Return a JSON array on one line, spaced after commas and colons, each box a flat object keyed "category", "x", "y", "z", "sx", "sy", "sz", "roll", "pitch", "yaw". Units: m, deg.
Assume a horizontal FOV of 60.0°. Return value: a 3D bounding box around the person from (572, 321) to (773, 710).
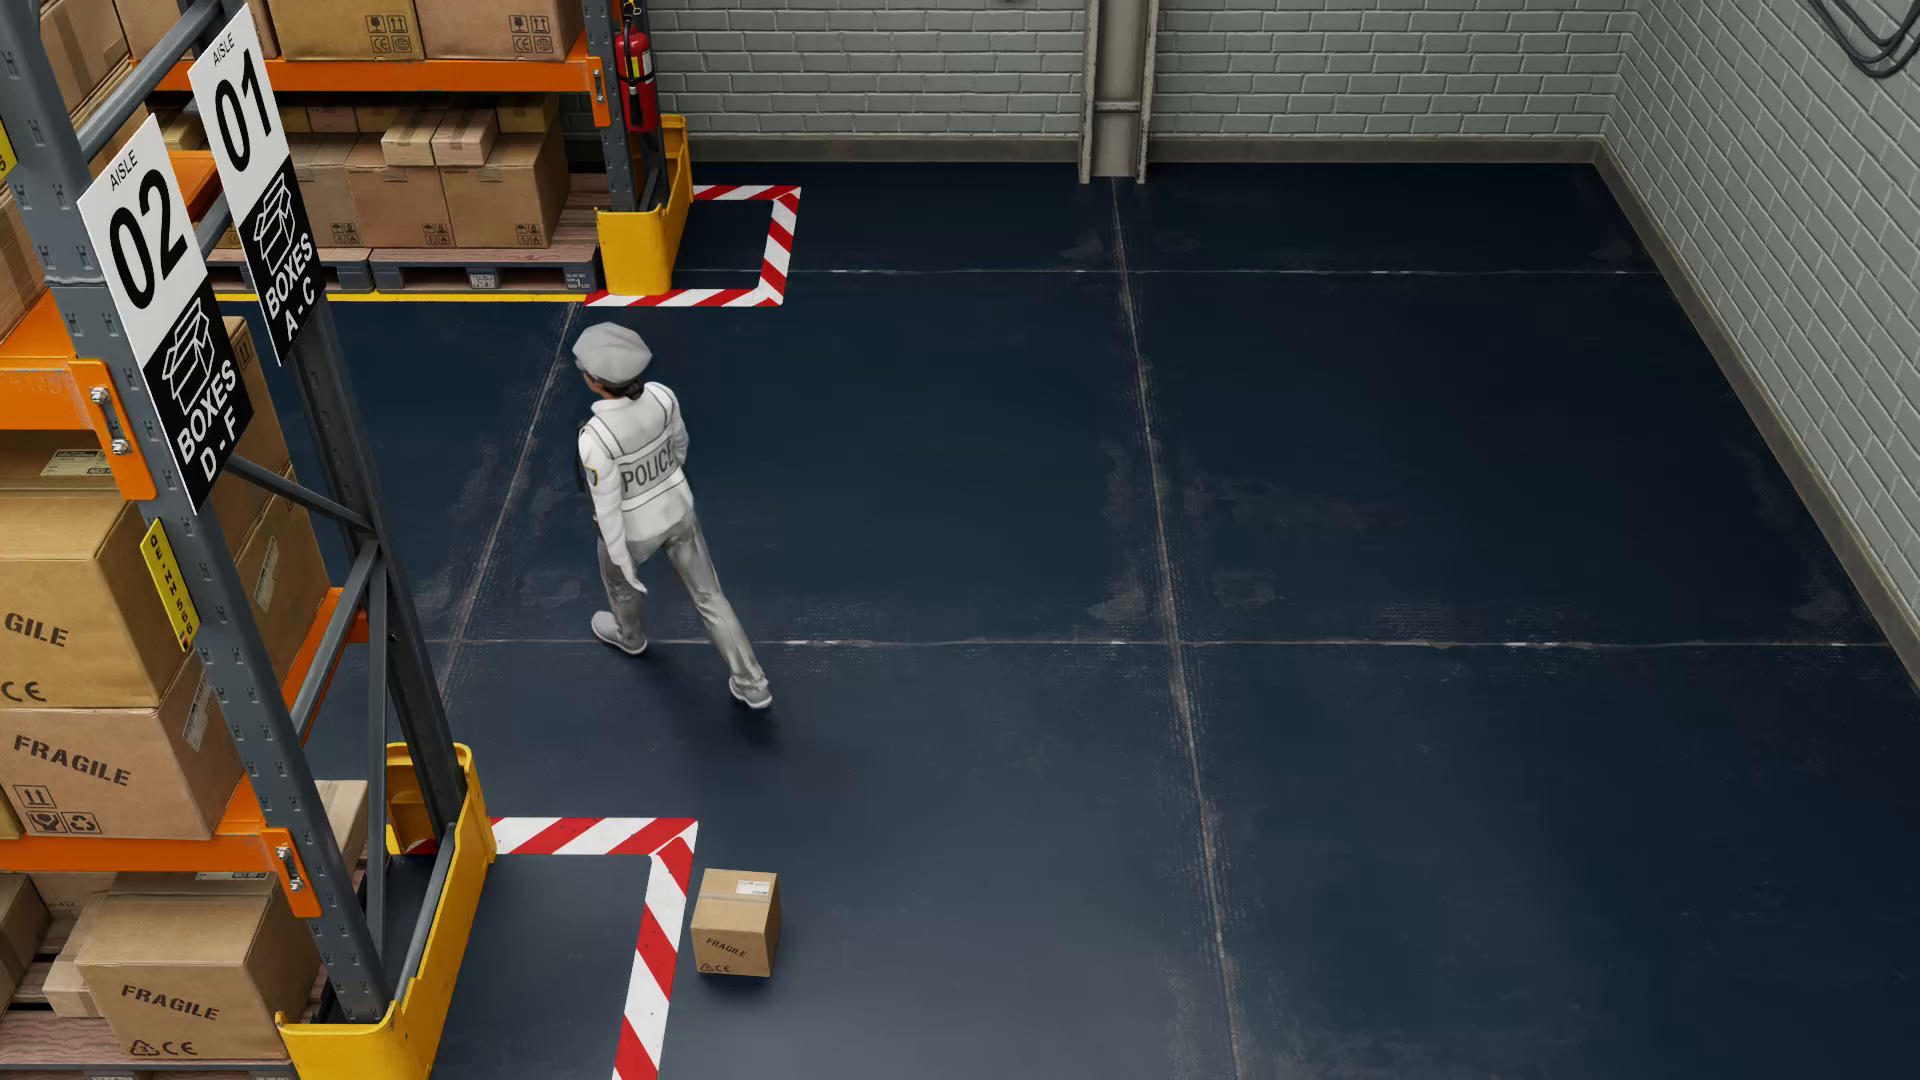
[{"category": "person", "x": -1.147, "y": -0.075, "z": 6.226, "sx": 0.498, "sy": 1.642, "sz": 0.989, "roll": -31, "pitch": 49, "yaw": -32}]
